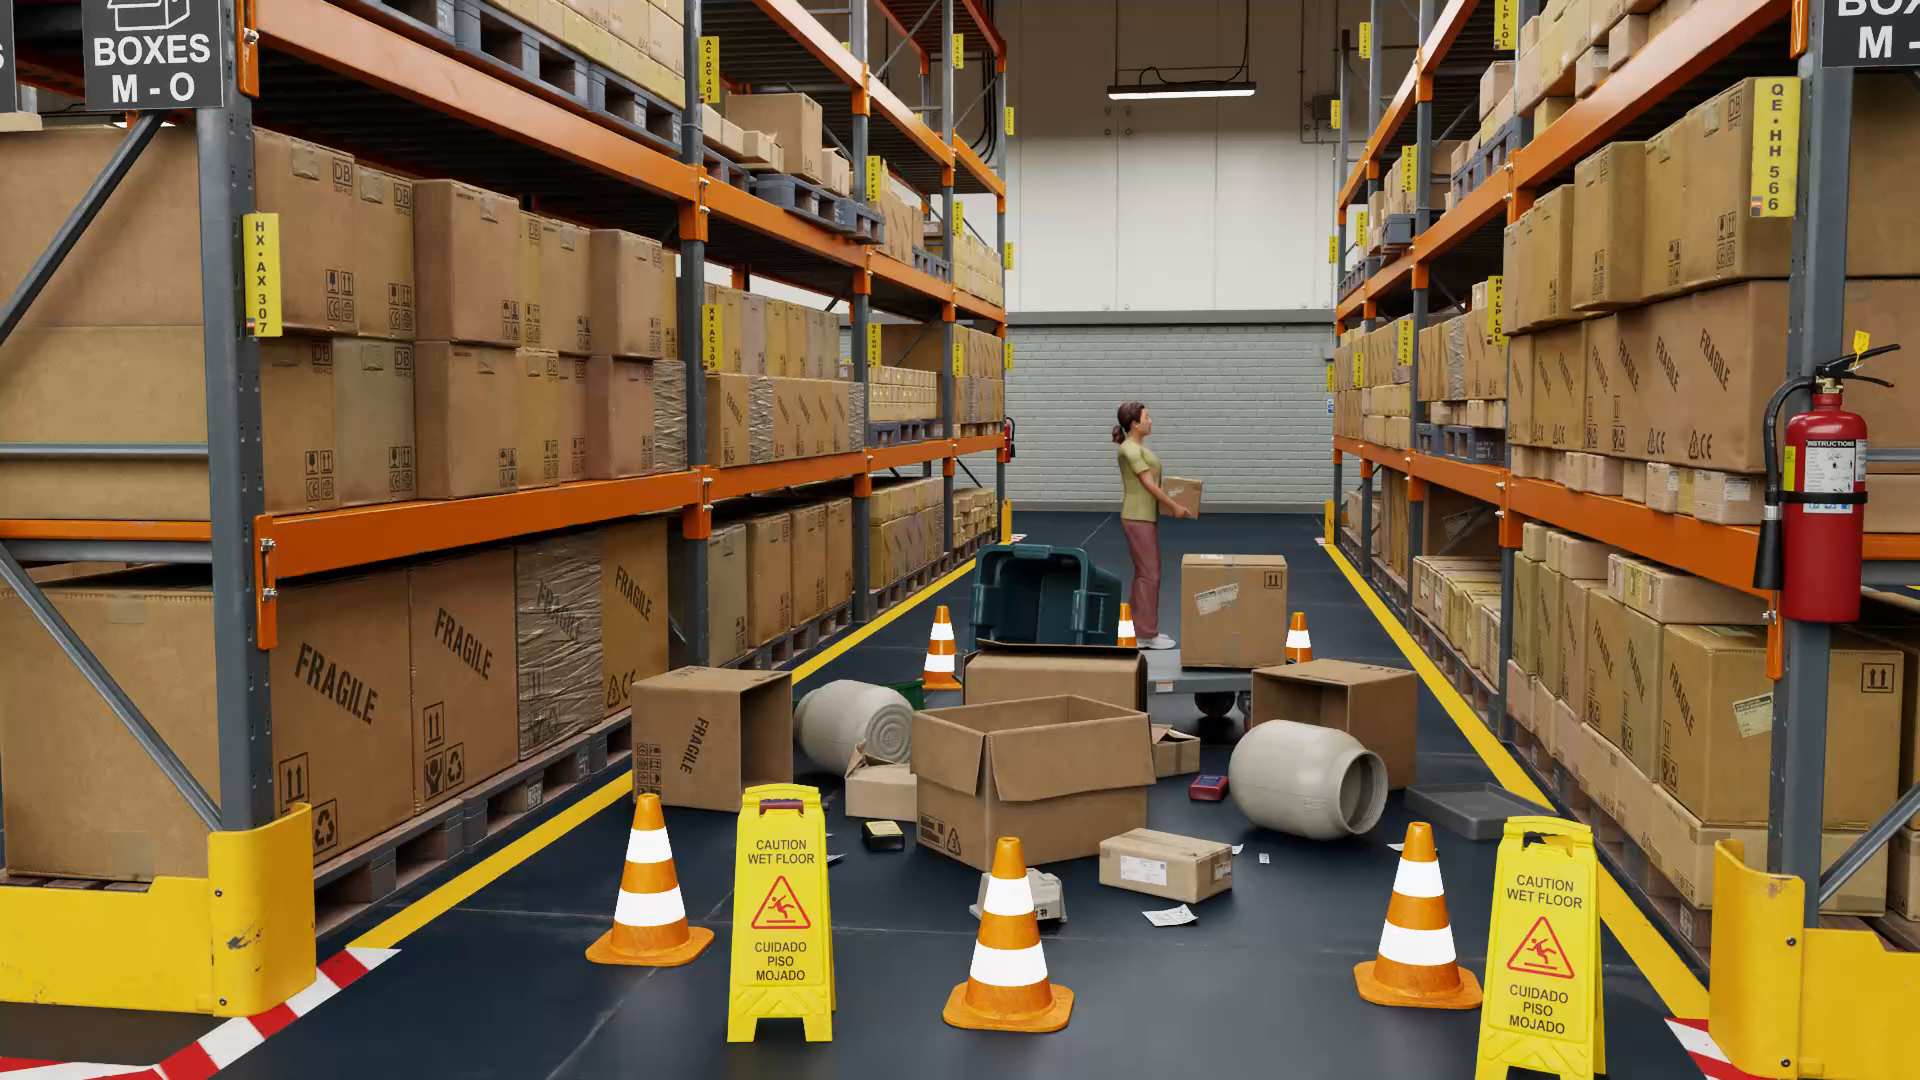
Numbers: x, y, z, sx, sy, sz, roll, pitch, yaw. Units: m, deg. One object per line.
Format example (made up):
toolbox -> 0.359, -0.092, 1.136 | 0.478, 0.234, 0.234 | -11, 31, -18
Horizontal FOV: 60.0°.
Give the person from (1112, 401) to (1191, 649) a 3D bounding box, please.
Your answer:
person -> 1.293, -0.105, 11.258 | 0.553, 1.663, 0.425 | 1, 5, 10
